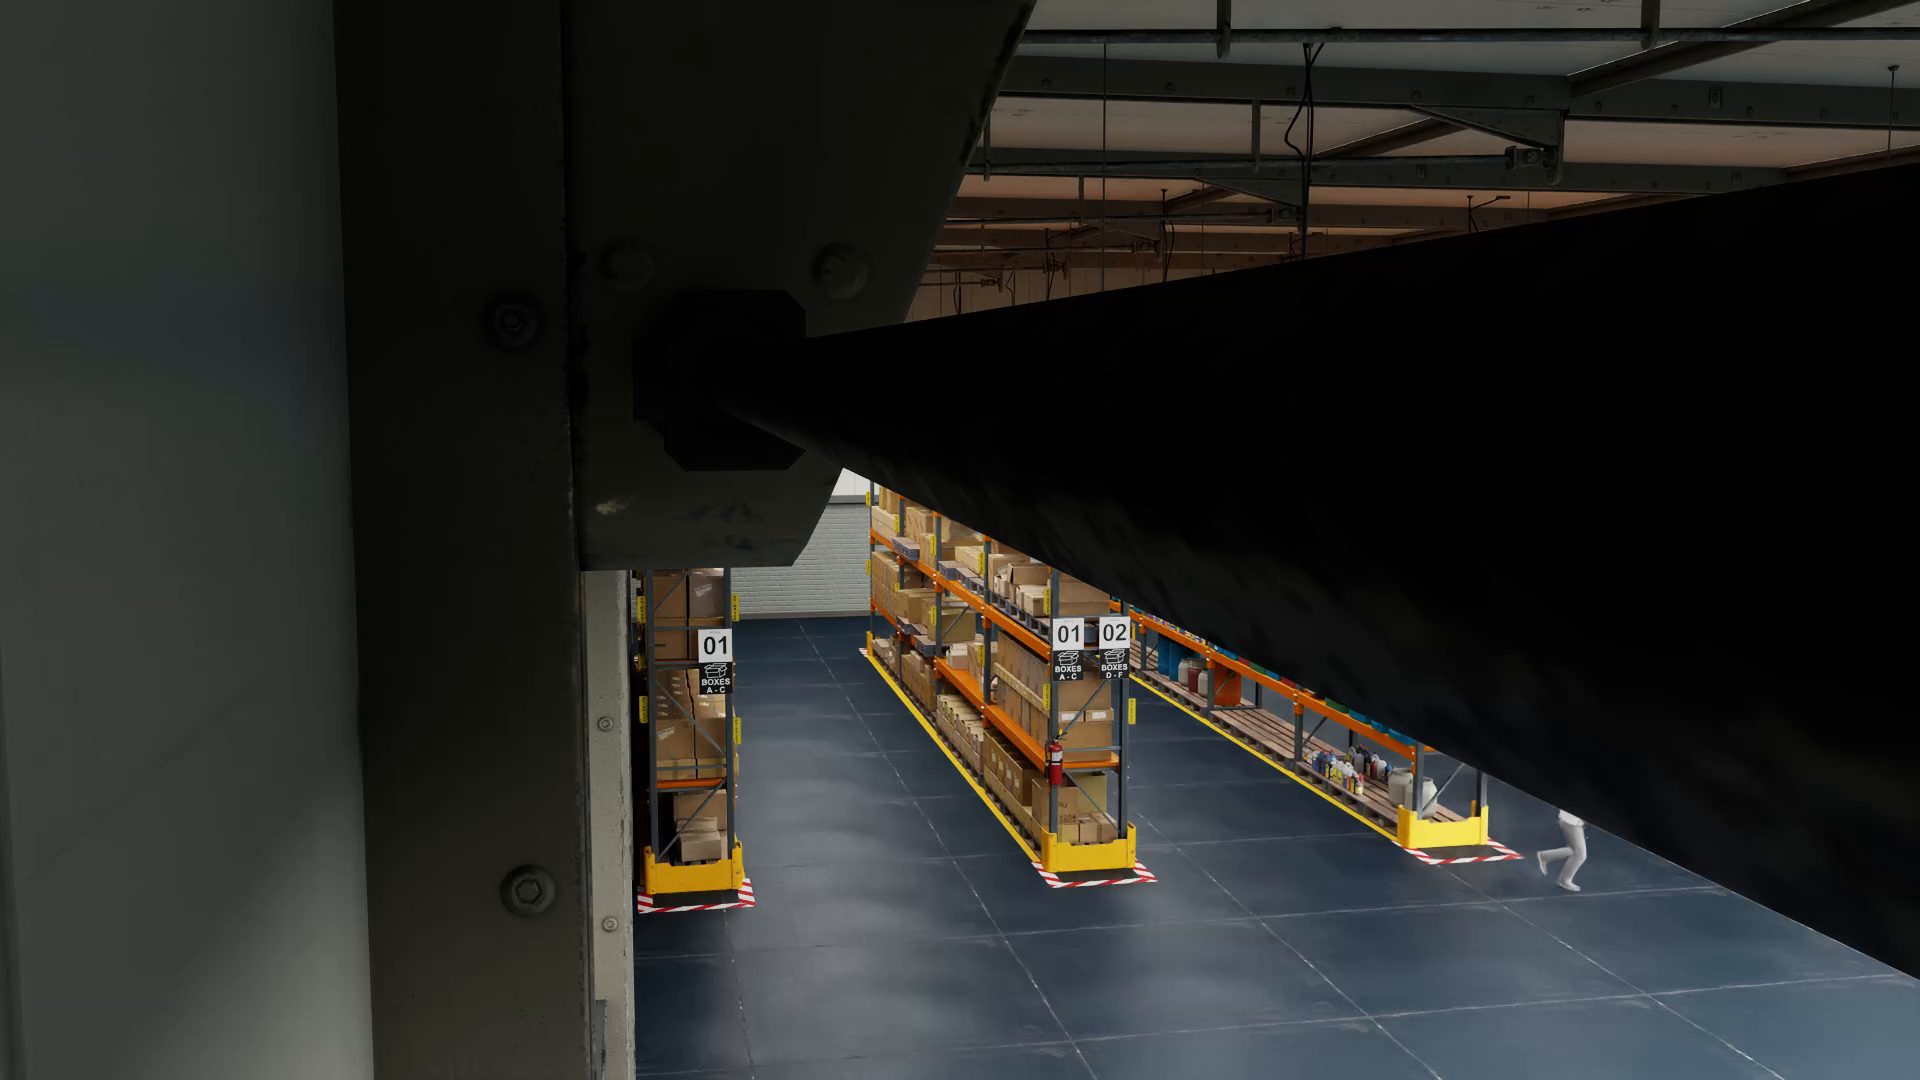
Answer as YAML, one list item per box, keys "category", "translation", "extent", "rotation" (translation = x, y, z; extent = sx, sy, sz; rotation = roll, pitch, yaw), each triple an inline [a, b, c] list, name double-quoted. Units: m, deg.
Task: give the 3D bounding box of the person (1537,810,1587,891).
- category: "person"
  translation: [7.474, 3.464, 20.217]
  extent: [0.805, 1.582, 0.592]
  rotation: [3, 7, 27]
